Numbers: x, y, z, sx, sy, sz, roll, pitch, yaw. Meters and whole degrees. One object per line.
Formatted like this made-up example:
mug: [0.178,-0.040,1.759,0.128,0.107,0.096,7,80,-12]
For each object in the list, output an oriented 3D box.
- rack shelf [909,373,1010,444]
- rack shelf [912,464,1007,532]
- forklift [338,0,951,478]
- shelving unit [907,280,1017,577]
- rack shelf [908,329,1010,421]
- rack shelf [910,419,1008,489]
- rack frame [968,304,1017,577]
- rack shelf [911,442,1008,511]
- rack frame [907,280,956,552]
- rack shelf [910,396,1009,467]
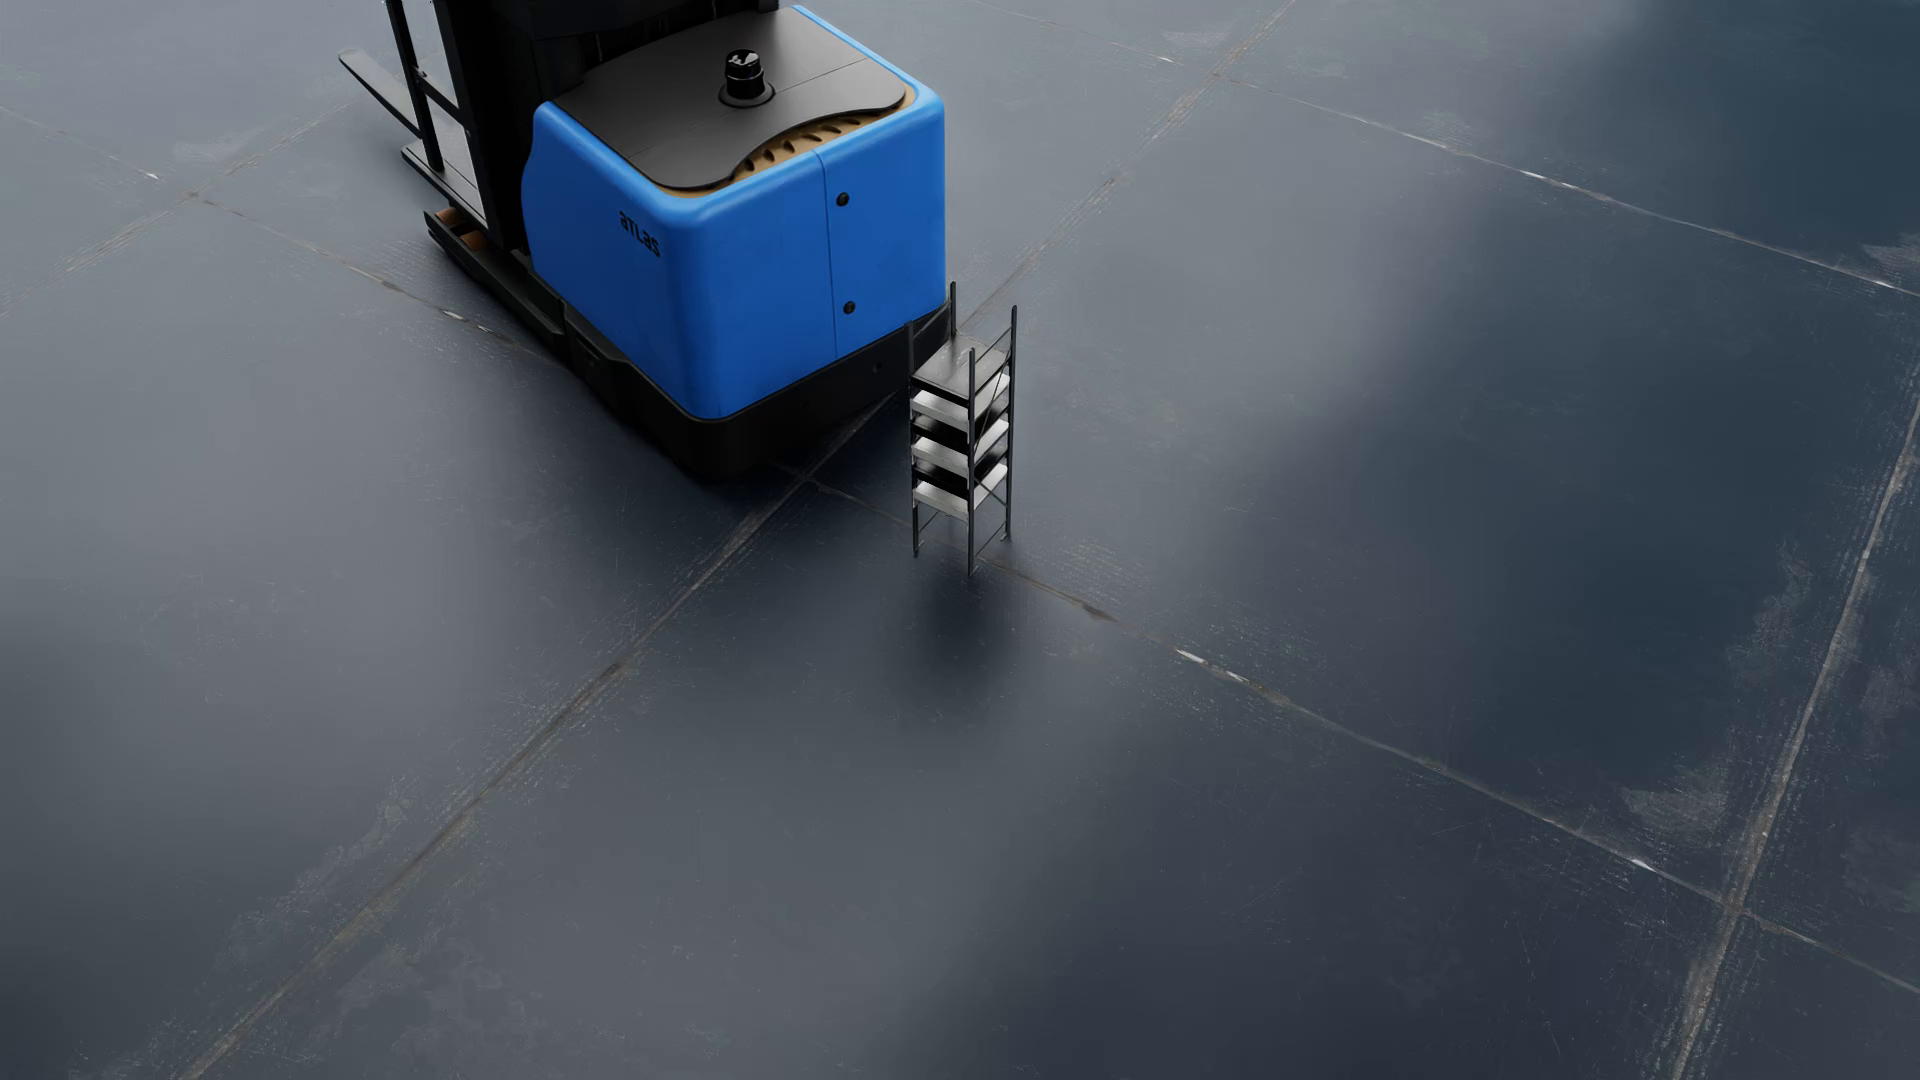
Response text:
rack shelf: [0.007,-0.413,4.822,0.200,0.077,0.258,25,51,22]
rack shelf: [0.007,-0.162,5.081,0.200,0.077,0.258,25,51,22]
forklift: [-1.360,-2.213,5.360,1.130,2.935,3.031,-31,53,-27]
shelving unit: [0.007,-0.310,4.928,0.210,0.900,0.258,25,51,22]
rack shelf: [0.007,-0.475,4.758,0.200,0.077,0.258,25,51,22]
rack shelf: [0.007,-0.287,4.951,0.200,0.077,0.258,25,51,22]
rack frame: [0.092,-0.271,4.889,0.006,0.900,0.240,25,51,22]
rack shelf: [0.007,-0.225,5.016,0.200,0.077,0.258,25,51,22]
rack frame: [-0.079,-0.350,4.966,0.006,0.900,0.240,25,51,22]
rack shelf: [0.007,-0.350,4.887,0.200,0.077,0.258,25,51,22]
